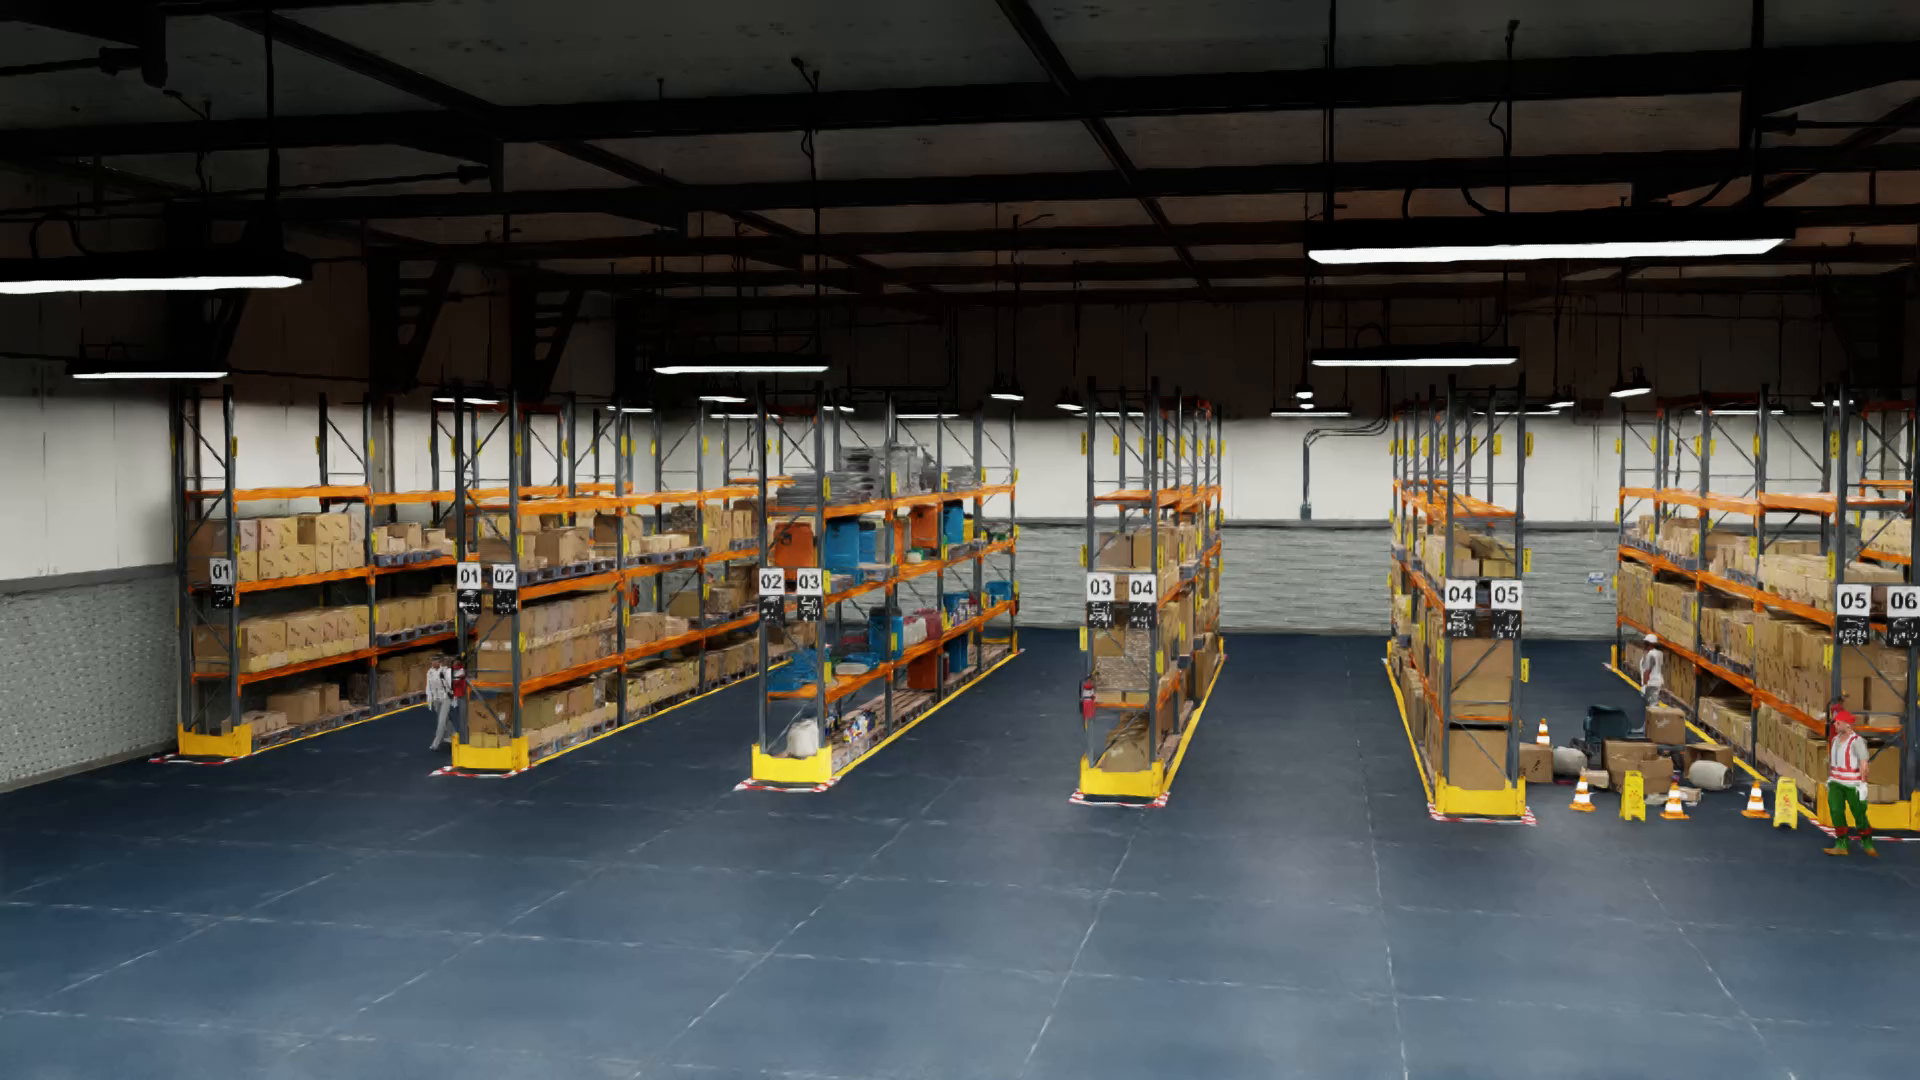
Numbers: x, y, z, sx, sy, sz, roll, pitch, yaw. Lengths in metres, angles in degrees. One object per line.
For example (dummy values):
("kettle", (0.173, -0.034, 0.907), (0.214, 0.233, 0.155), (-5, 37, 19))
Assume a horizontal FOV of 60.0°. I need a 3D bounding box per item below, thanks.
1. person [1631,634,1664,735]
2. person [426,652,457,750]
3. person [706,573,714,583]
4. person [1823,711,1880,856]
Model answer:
("person", (11.851, 2.493, 28.602), (0.584, 1.782, 0.665), (2, 4, 35))
("person", (-8.658, 2.637, 27.640), (0.496, 1.584, 1.071), (1, 3, 15))
("person", (-6.709, 1.691, 44.874), (0.580, 1.618, 0.507), (1, 3, 10))
("person", (10.929, 2.979, 20.400), (0.542, 1.782, 0.643), (-1, 3, -15))
